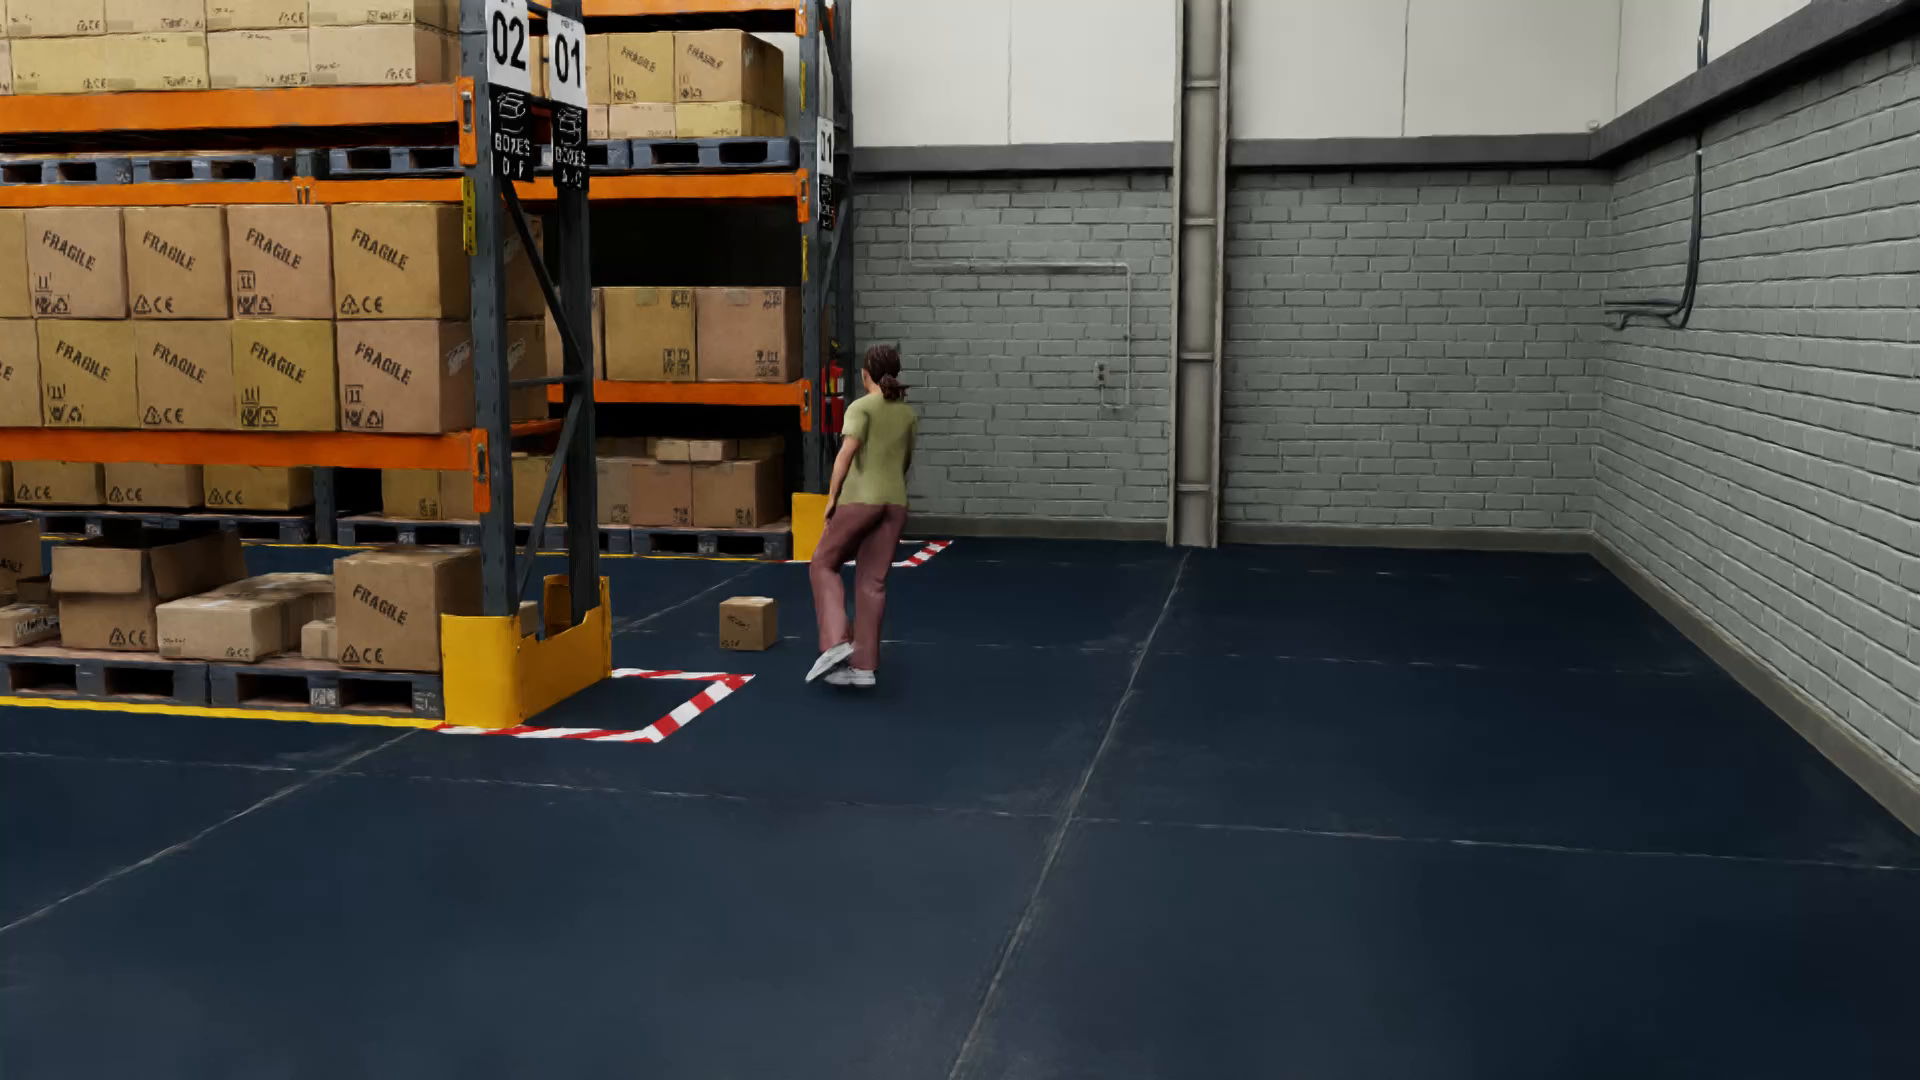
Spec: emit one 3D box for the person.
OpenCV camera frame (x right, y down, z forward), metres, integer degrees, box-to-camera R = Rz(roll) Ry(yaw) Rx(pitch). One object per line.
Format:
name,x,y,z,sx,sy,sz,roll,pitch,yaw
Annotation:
person,-0.495,-0.129,8.125,0.651,1.650,0.478,-6,10,-38
